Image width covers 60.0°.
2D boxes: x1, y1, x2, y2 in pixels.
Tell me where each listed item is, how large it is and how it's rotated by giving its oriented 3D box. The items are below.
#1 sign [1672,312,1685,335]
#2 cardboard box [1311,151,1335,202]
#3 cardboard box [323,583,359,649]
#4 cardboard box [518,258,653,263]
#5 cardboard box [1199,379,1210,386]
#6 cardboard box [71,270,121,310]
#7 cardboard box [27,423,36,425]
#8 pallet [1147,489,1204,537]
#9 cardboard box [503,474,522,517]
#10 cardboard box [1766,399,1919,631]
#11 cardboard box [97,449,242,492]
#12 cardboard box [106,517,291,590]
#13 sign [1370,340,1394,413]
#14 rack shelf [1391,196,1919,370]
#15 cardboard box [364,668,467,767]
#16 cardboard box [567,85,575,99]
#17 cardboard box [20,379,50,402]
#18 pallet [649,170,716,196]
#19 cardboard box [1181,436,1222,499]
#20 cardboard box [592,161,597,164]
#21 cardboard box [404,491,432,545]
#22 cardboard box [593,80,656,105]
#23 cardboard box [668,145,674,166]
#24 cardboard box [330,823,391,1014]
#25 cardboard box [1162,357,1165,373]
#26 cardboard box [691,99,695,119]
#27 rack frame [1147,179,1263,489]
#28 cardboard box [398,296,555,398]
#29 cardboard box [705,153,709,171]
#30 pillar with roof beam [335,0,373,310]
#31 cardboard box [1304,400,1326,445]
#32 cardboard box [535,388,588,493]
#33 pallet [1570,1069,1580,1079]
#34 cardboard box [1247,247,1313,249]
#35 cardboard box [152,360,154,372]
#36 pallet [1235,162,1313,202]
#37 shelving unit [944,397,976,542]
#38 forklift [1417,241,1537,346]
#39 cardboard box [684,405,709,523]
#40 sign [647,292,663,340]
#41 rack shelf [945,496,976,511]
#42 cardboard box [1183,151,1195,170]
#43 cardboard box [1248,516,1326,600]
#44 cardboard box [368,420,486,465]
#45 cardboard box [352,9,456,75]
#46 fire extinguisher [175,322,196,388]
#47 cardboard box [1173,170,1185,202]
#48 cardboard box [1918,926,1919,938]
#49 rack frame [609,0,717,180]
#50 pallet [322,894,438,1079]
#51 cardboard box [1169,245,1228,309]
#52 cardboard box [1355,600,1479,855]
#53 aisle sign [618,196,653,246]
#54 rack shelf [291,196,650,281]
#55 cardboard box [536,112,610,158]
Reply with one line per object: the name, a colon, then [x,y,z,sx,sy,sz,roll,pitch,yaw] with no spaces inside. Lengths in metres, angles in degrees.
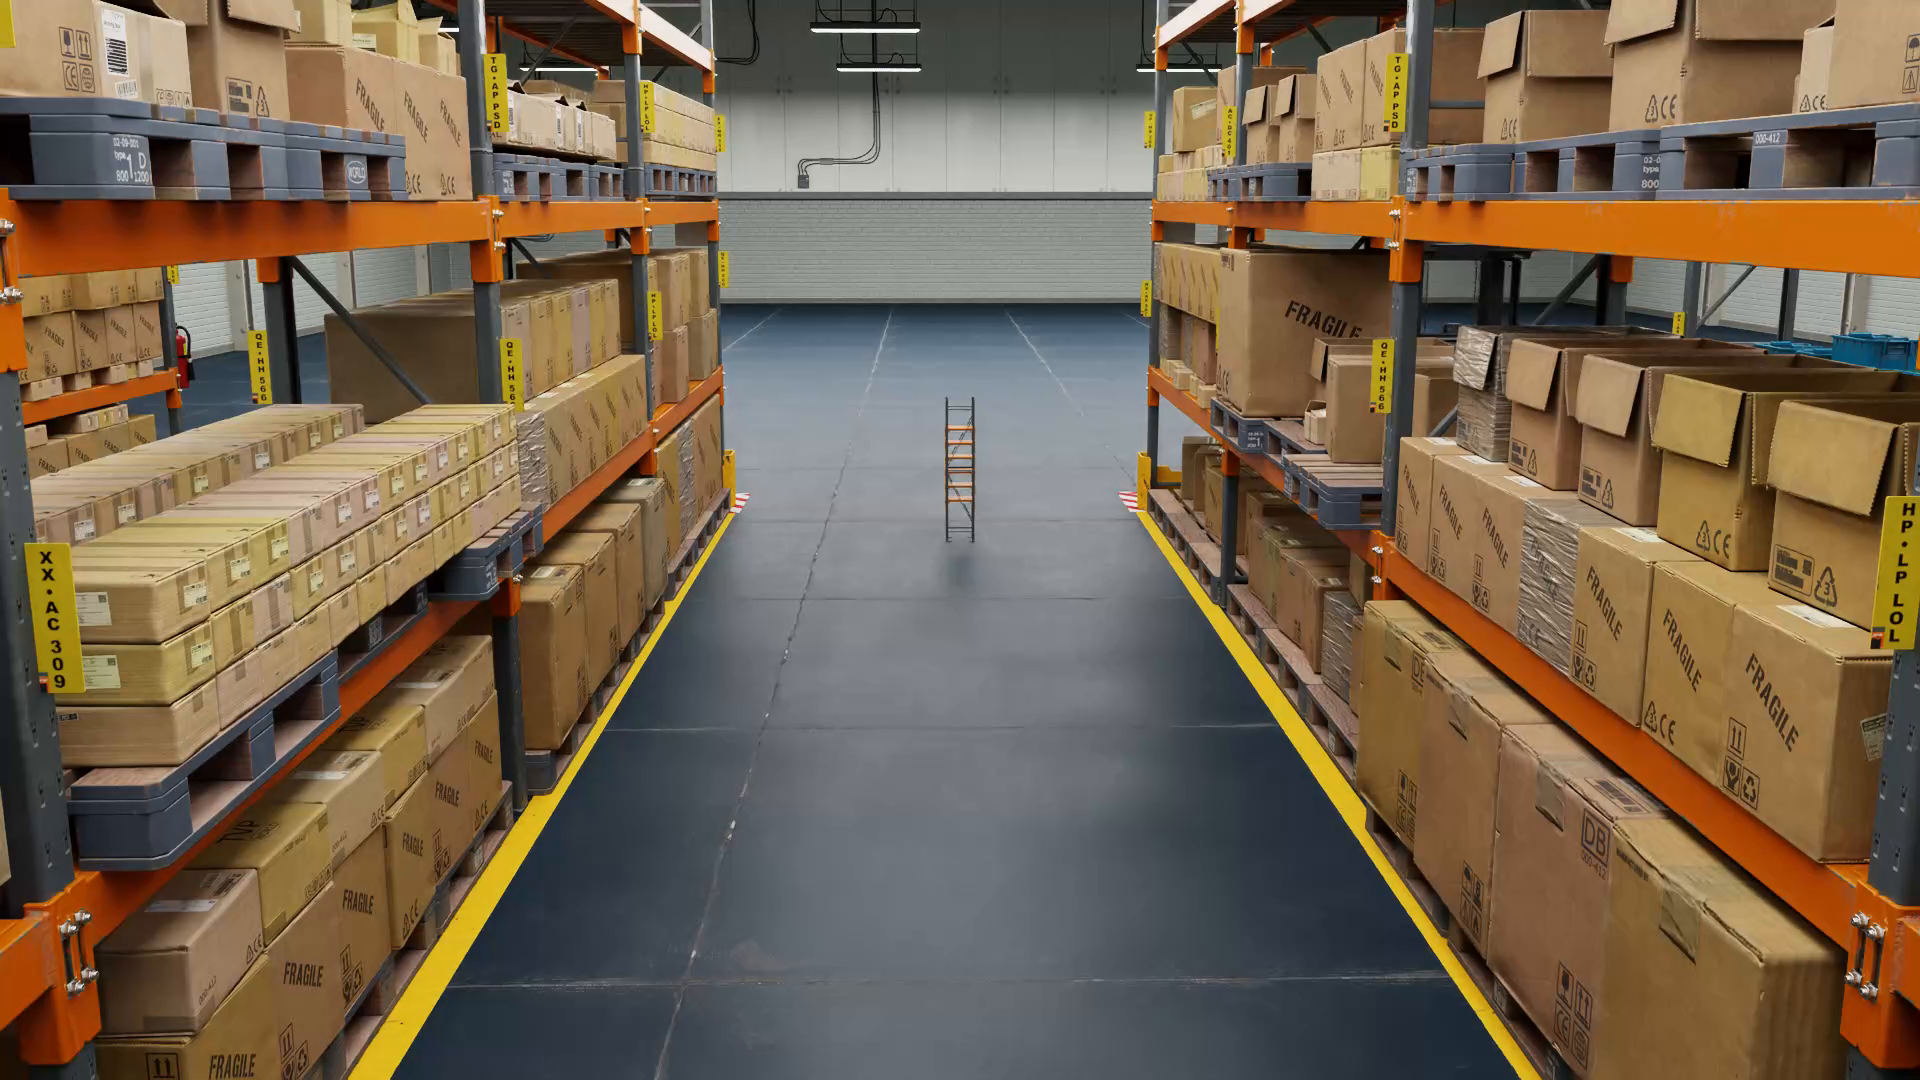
sign: [6.655,-1.946,15.410,0.100,0.325,0.005,0,11,-1]
cardboard box: [2.132,-1.889,8.661,0.500,0.250,0.500,0,11,0]
cardboard box: [-2.031,0.226,4.975,0.380,0.149,0.250,-1,11,-4]
cardboard box: [-2.726,-1.781,12.200,0.875,0.550,0.550,0,11,-1]
cardboard box: [2.061,-1.163,12.880,0.380,0.149,0.250,0,11,-1]
cardboard box: [-7.310,-2.133,13.515,0.700,0.500,0.500,0,11,-2]
cardboard box: [-7.898,-0.706,13.969,0.500,0.500,0.500,-1,11,-3]
pallet: [2.236,-0.248,14.750,1.003,0.211,1.213,0,11,-1]
cardboard box: [-2.073,-0.187,7.013,0.380,0.149,0.250,0,11,0]
cardboard box: [2.480,-0.073,4.102,0.797,0.503,0.637,-1,11,-3]
cardboard box: [-2.698,-0.221,5.684,0.380,0.149,0.250,0,11,1]
cardboard box: [-2.023,0.034,4.429,0.380,0.149,0.250,0,11,-1]
sign: [1.876,-0.726,7.378,0.100,0.325,0.005,0,11,-1]
rack shelf: [2.460,-0.921,5.319,1.077,0.370,4.000,0,11,-1]
cardboard box: [-2.245,0.686,6.477,0.500,0.250,0.500,0,11,0]
cardboard box: [-2.961,-3.160,11.865,0.380,0.149,0.250,0,11,-1]
cardboard box: [-7.275,-1.151,12.818,0.380,0.149,0.250,0,11,-1]
pallet: [-2.682,-3.070,14.327,1.003,0.211,1.213,0,11,-1]
cardboard box: [2.249,-0.648,14.939,0.500,0.500,0.500,2,12,9]
cardboard box: [-2.980,-2.922,12.697,0.380,0.149,0.250,0,11,-2]
cardboard box: [-2.048,-0.076,5.719,0.380,0.149,0.250,0,11,0]
cardboard box: [-2.293,-3.062,11.383,0.380,0.149,0.250,0,11,-1]
cardboard box: [-2.309,-2.822,12.206,0.380,0.149,0.250,0,11,-2]
cardboard box: [-2.247,1.256,5.552,0.500,0.500,0.500,0,11,0]
cardboard box: [2.007,-1.561,14.840,0.380,0.149,0.250,0,11,-1]
cardboard box: [-2.336,-3.465,13.370,0.380,0.149,0.250,0,11,-2]
rack frame: [2.253,-1.791,15.344,1.000,3.000,0.127,0,11,-1]
cardboard box: [-2.567,-1.032,8.833,0.700,0.500,0.500,0,11,-2]
cardboard box: [-2.352,-3.227,14.200,0.380,0.149,0.250,0,11,0]
pillar with roof beam: [-9.696,-9.316,37.345,9.100,9.000,0.548,0,11,-1]
cardboard box: [2.114,-0.671,9.106,0.396,0.266,0.258,-1,11,-3]
cardboard box: [-2.305,-0.541,8.932,0.500,0.500,0.500,0,11,-1]
pallet: [2.410,1.808,4.618,1.003,0.211,1.213,0,11,-1]
cardboard box: [2.538,-2.070,13.202,0.500,0.500,0.500,0,11,-1]
cardboard box: [-7.433,-1.554,14.806,0.380,0.149,0.250,0,11,1]
pallet: [2.266,-2.045,9.522,1.213,0.211,1.003,0,11,-1]
shelving unit: [0.000,-0.591,13.954,0.258,1.200,0.189,0,11,-1]
forklift: [4.473,-1.675,14.945,1.130,2.935,3.031,2,12,8]
cardboard box: [-2.608,-0.646,13.987,0.875,0.875,0.875,0,11,-2]
sign: [-2.083,-1.529,11.337,0.100,0.325,0.005,0,11,-1]
rack shelf: [0.000,-0.312,14.011,0.258,0.103,0.180,0,11,-1]
cardboard box: [2.020,-3.069,13.472,0.380,0.149,0.250,-1,11,-4]
cardboard box: [2.327,0.135,11.028,0.700,0.500,0.500,-1,12,-6]
cardboard box: [-2.066,-0.377,6.455,0.380,0.149,0.250,0,11,1]
cardboard box: [-2.275,-2.016,6.729,0.396,0.266,0.258,0,11,-1]
fire extinguisher: [-7.196,-1.737,15.273,0.296,0.674,0.183,0,11,-1]
cardboard box: [2.028,-2.890,13.593,0.500,0.250,0.500,0,11,-1]
cardboard box: [2.175,0.777,3.315,0.380,0.149,0.250,0,11,-1]
rack frame: [-2.708,-4.731,14.746,1.000,3.000,0.127,0,11,-1]
pallet: [-2.506,1.563,5.823,1.003,0.211,1.213,0,11,-1]
cardboard box: [2.007,-2.167,13.681,0.500,0.500,0.500,0,11,-1]
cardboard box: [2.412,0.772,6.998,1.225,0.875,0.875,-1,11,-4]
aisle sign: [-3.009,-3.078,15.148,0.394,0.787,0.004,0,11,-1]
rack shelf: [-2.584,-1.716,9.237,1.077,0.370,4.000,0,11,-1]
cardboard box: [-2.380,-2.403,9.883,0.500,0.250,0.500,0,11,-2]
